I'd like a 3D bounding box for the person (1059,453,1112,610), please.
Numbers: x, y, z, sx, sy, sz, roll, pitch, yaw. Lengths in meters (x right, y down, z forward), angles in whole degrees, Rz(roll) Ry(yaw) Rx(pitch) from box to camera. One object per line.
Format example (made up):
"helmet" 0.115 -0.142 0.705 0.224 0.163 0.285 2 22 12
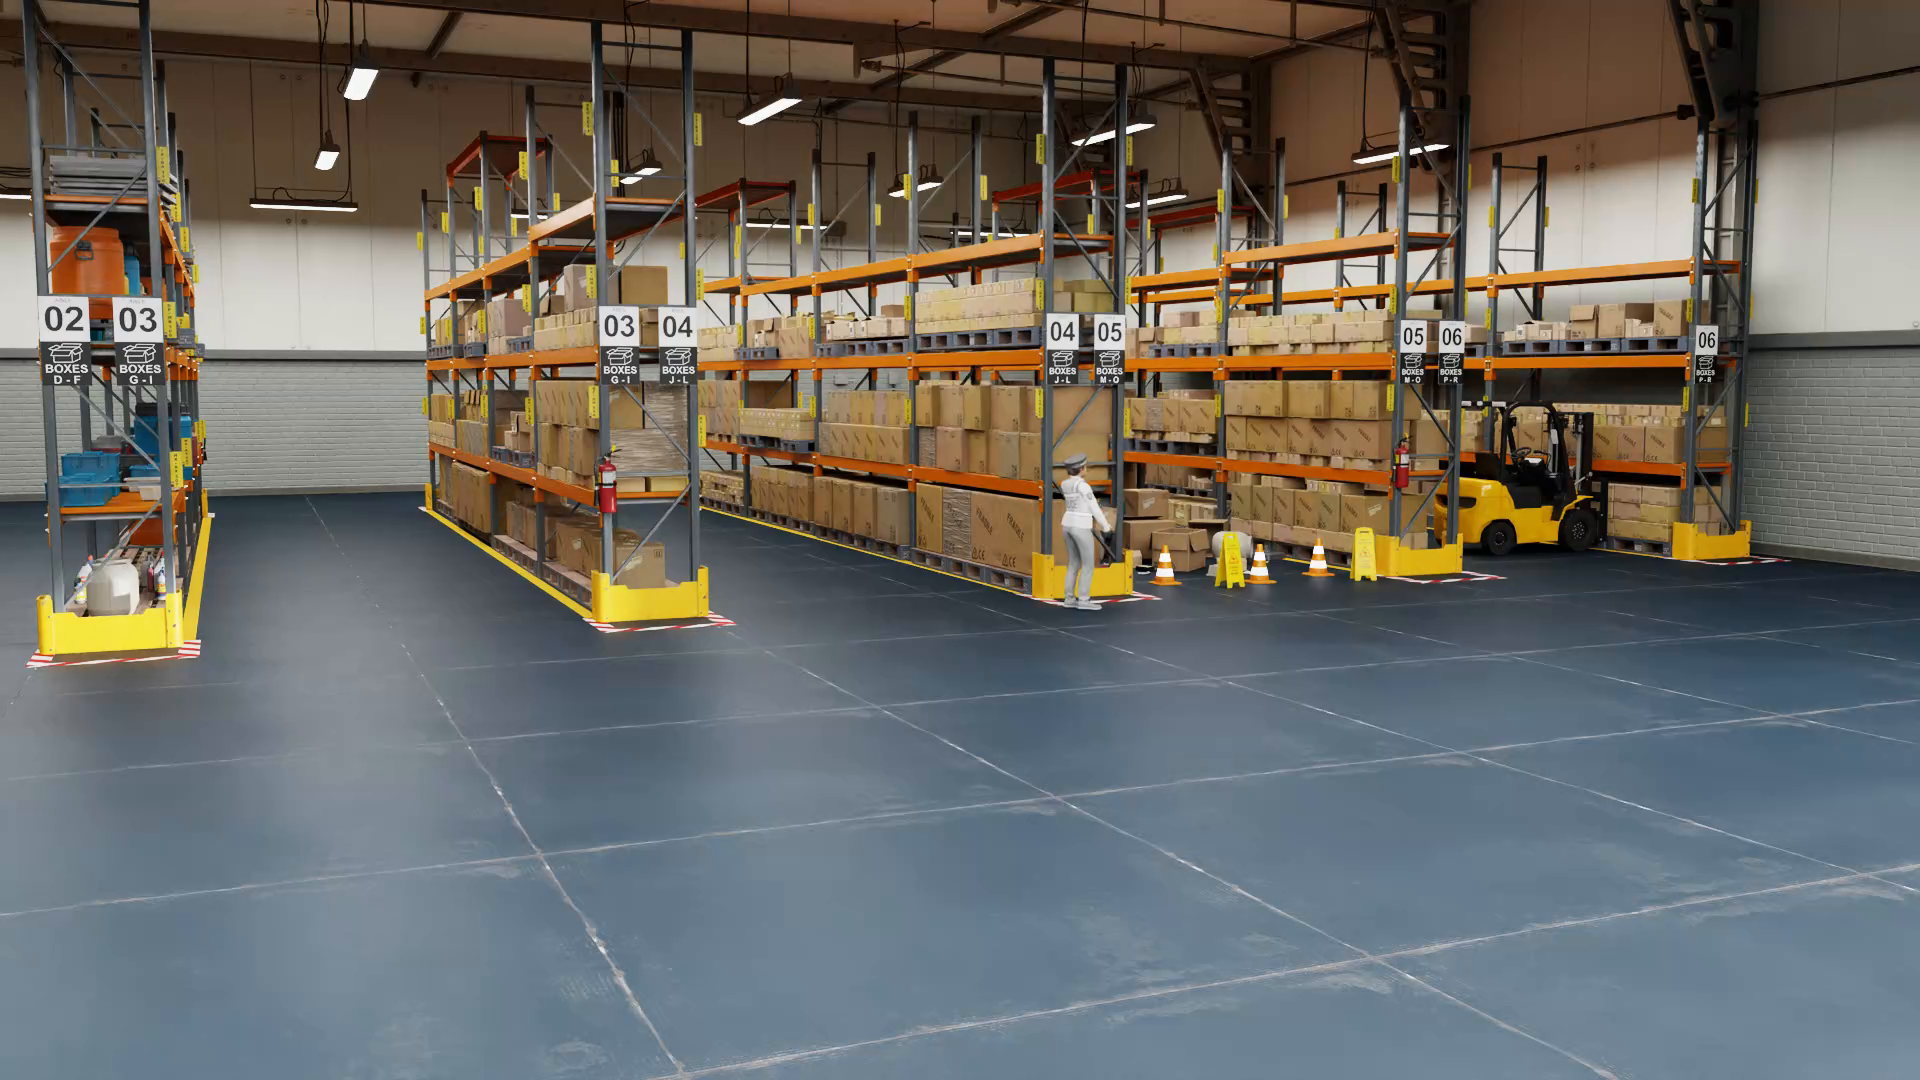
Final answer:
"person" 1.333 -0.095 17.876 0.549 1.687 0.459 -3 6 -26
